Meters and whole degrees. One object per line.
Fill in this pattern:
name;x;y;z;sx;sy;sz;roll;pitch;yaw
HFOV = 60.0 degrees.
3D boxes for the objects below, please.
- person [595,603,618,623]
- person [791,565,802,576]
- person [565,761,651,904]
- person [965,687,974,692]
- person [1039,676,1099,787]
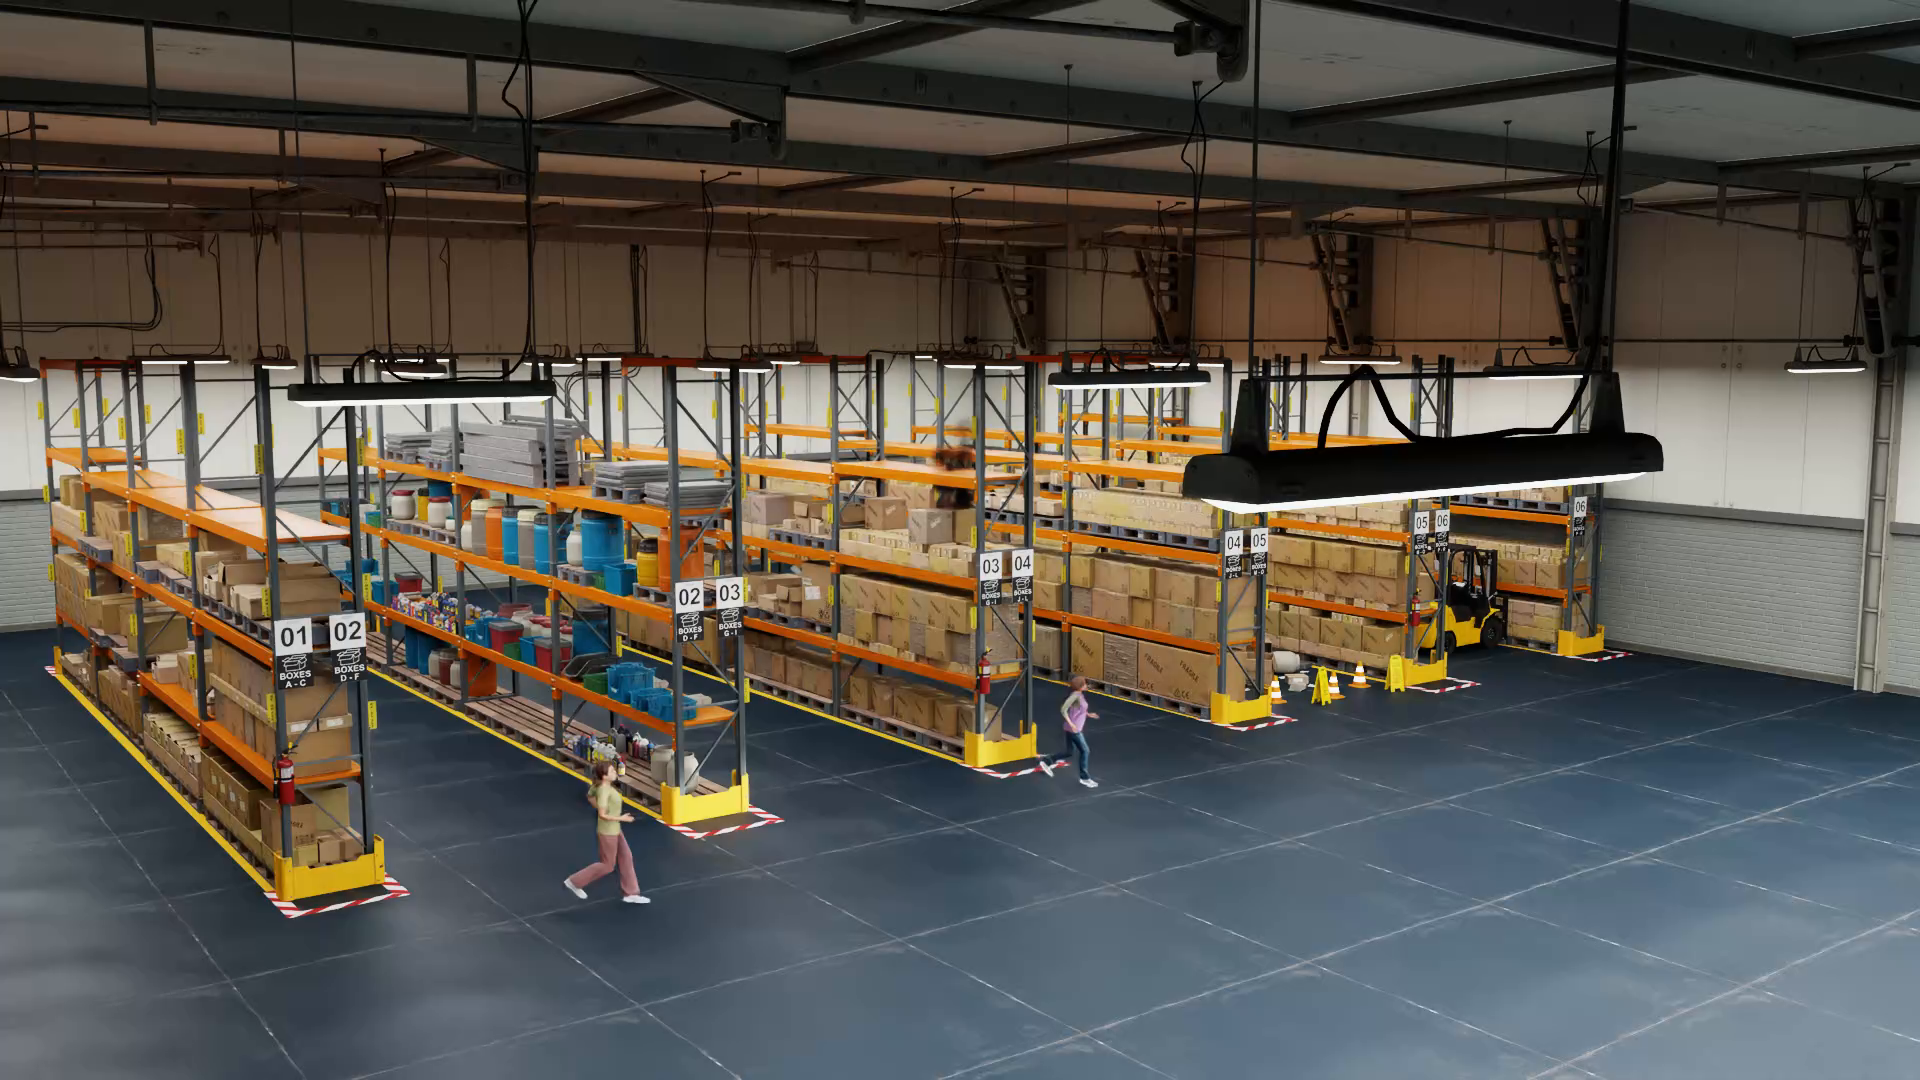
person;-6.632;1.807;30.878;0.781;1.717;0.549;7;10;44
person;-4.152;0.433;42.373;0.541;1.621;0.539;-5;8;-34
person;-3.953;3.288;18.592;0.937;1.669;0.589;-1;7;-11
person;0.318;1.873;29.827;0.638;1.741;0.667;5;9;38
person;1.552;2.715;23.676;0.857;1.595;0.514;1;7;7
